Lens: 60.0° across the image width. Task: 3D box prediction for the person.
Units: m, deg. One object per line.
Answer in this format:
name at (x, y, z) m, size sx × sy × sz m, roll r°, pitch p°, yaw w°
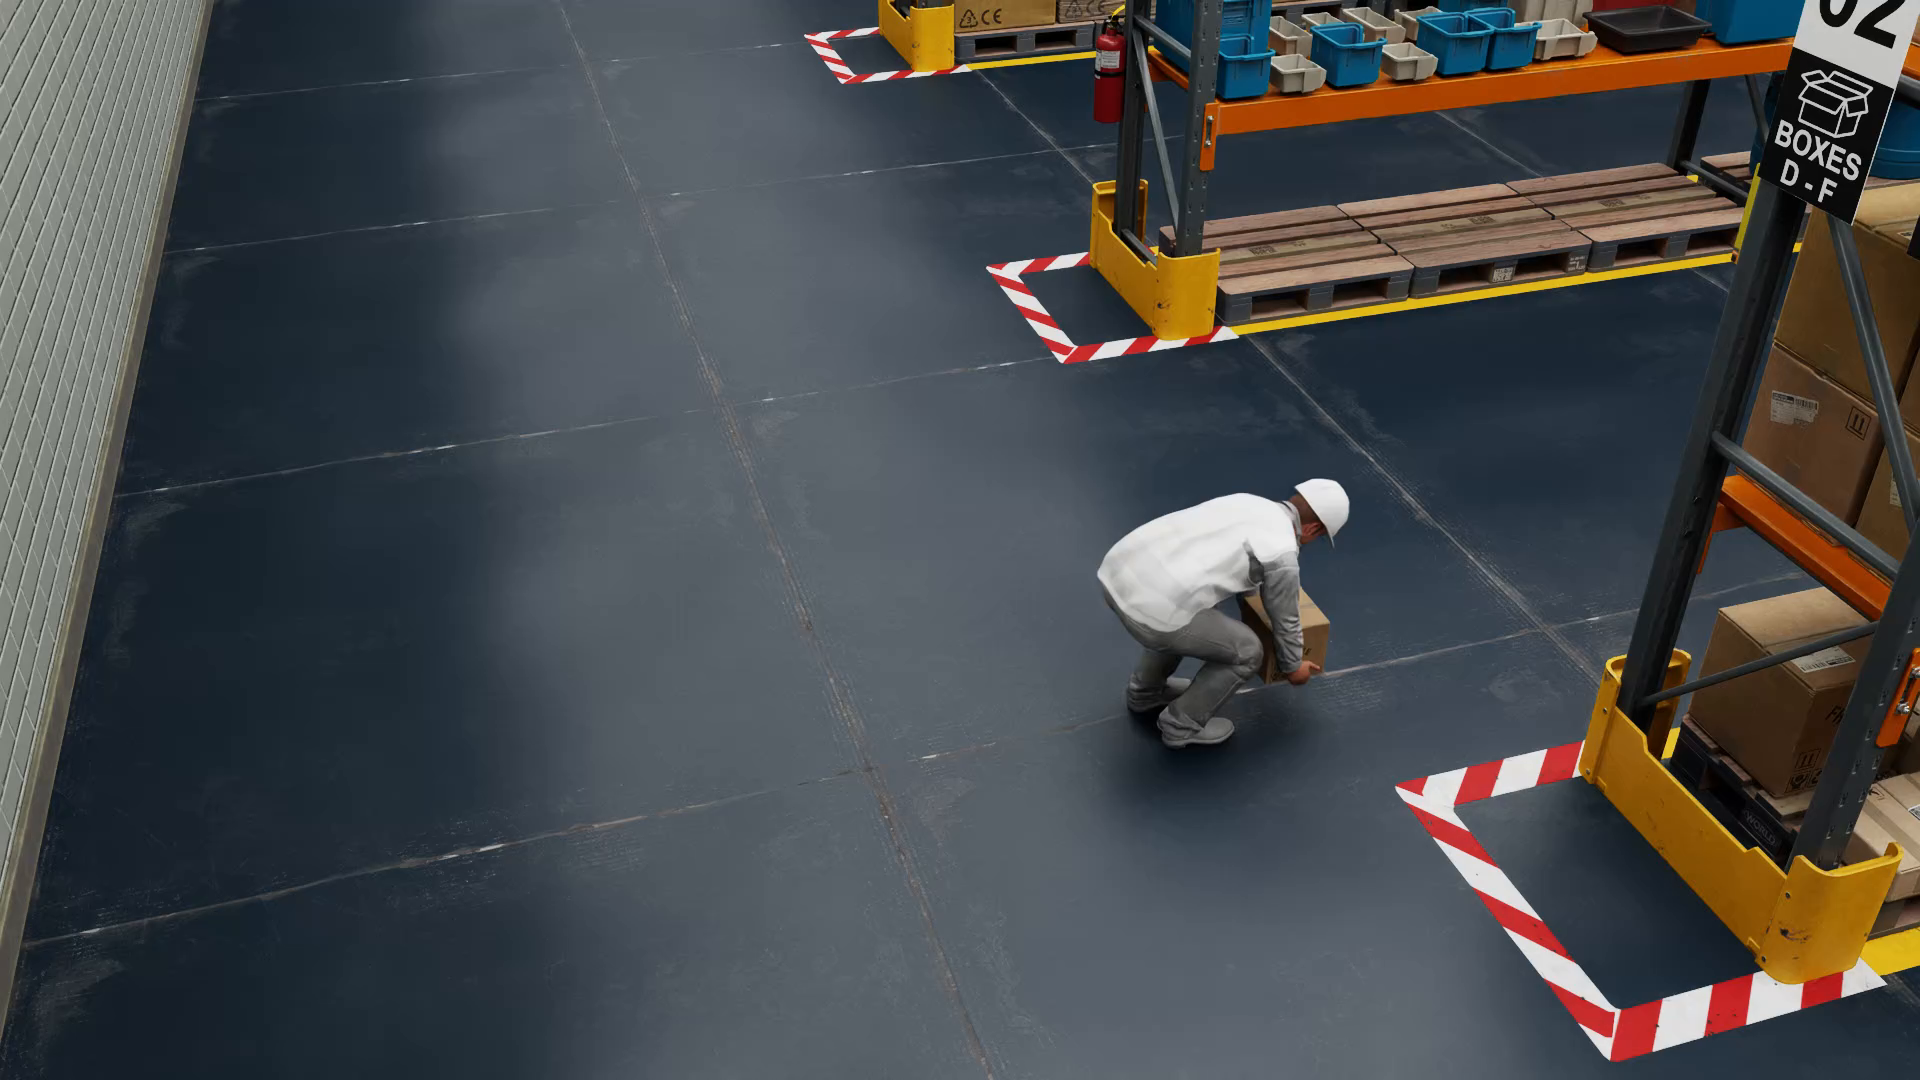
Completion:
person at (1.010, 0.273, 6.410) m, size 0.988 × 0.996 × 0.513 m, roll -12°, pitch 35°, yaw -17°
